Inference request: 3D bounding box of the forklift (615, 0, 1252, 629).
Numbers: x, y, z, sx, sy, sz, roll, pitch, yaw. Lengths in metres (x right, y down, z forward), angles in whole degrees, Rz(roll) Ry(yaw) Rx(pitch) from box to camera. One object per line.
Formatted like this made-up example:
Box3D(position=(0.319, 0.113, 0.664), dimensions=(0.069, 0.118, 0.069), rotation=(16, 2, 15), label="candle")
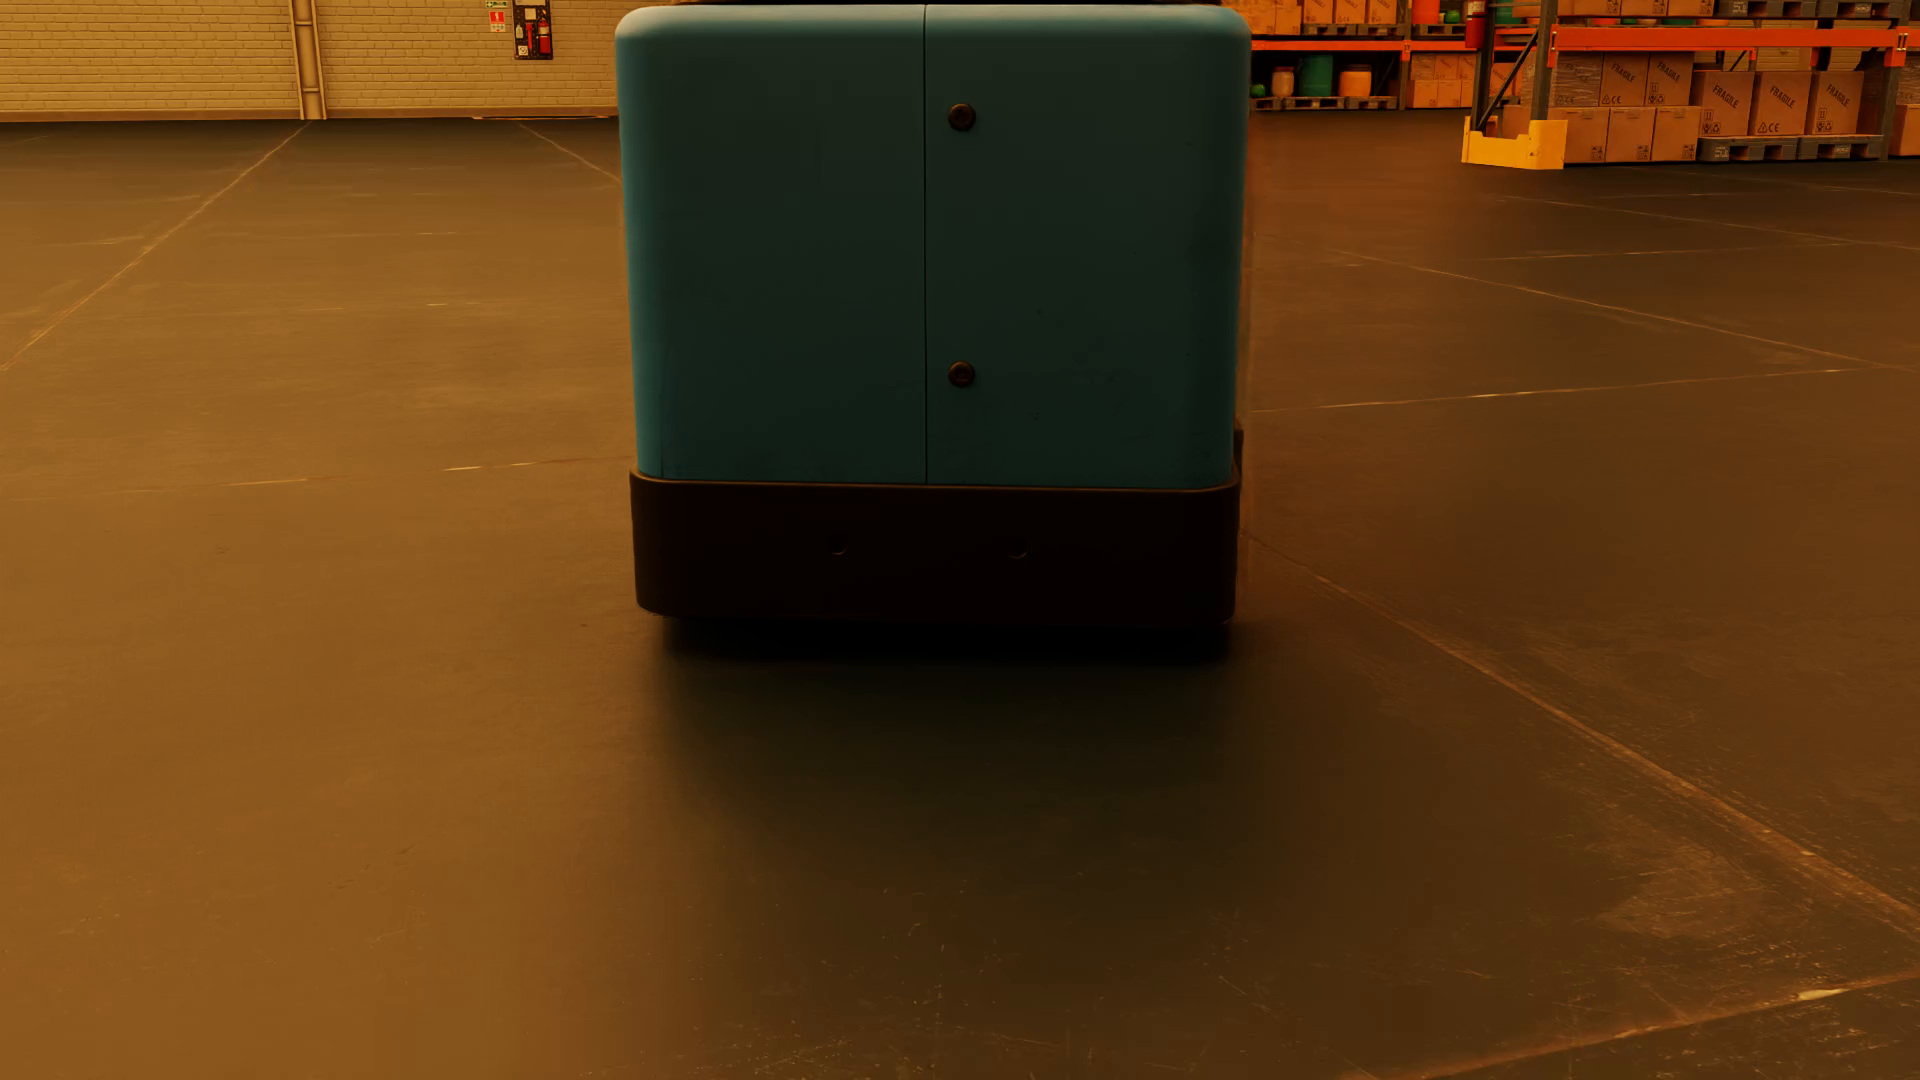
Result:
Box3D(position=(0.056, -1.619, 3.883), dimensions=(1.130, 2.935, 3.031), rotation=(1, 16, 4), label="forklift")
